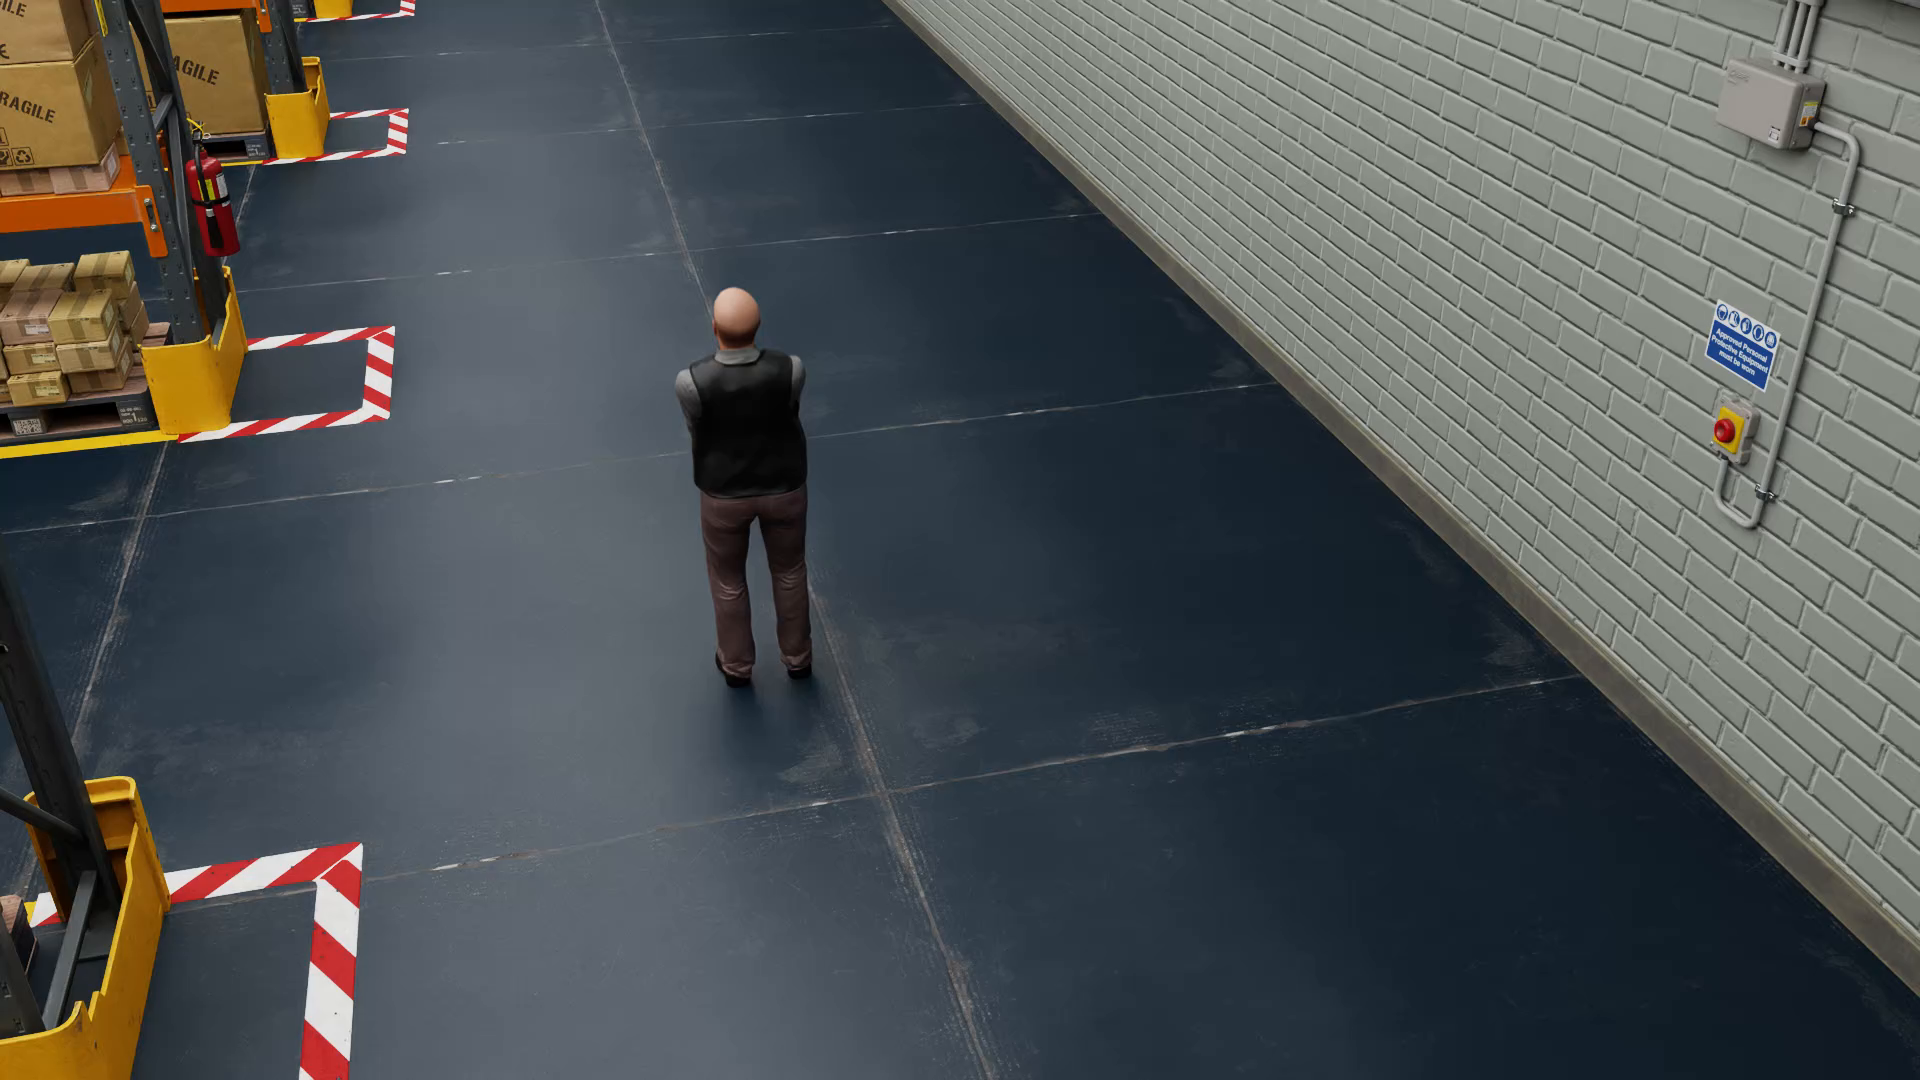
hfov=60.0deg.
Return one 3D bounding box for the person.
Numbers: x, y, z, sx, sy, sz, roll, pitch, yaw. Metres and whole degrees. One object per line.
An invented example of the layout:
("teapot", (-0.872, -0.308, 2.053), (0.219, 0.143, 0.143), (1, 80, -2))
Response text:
("person", (-0.851, -0.239, 6.576), (0.494, 1.711, 0.551), (-7, 31, -12))
